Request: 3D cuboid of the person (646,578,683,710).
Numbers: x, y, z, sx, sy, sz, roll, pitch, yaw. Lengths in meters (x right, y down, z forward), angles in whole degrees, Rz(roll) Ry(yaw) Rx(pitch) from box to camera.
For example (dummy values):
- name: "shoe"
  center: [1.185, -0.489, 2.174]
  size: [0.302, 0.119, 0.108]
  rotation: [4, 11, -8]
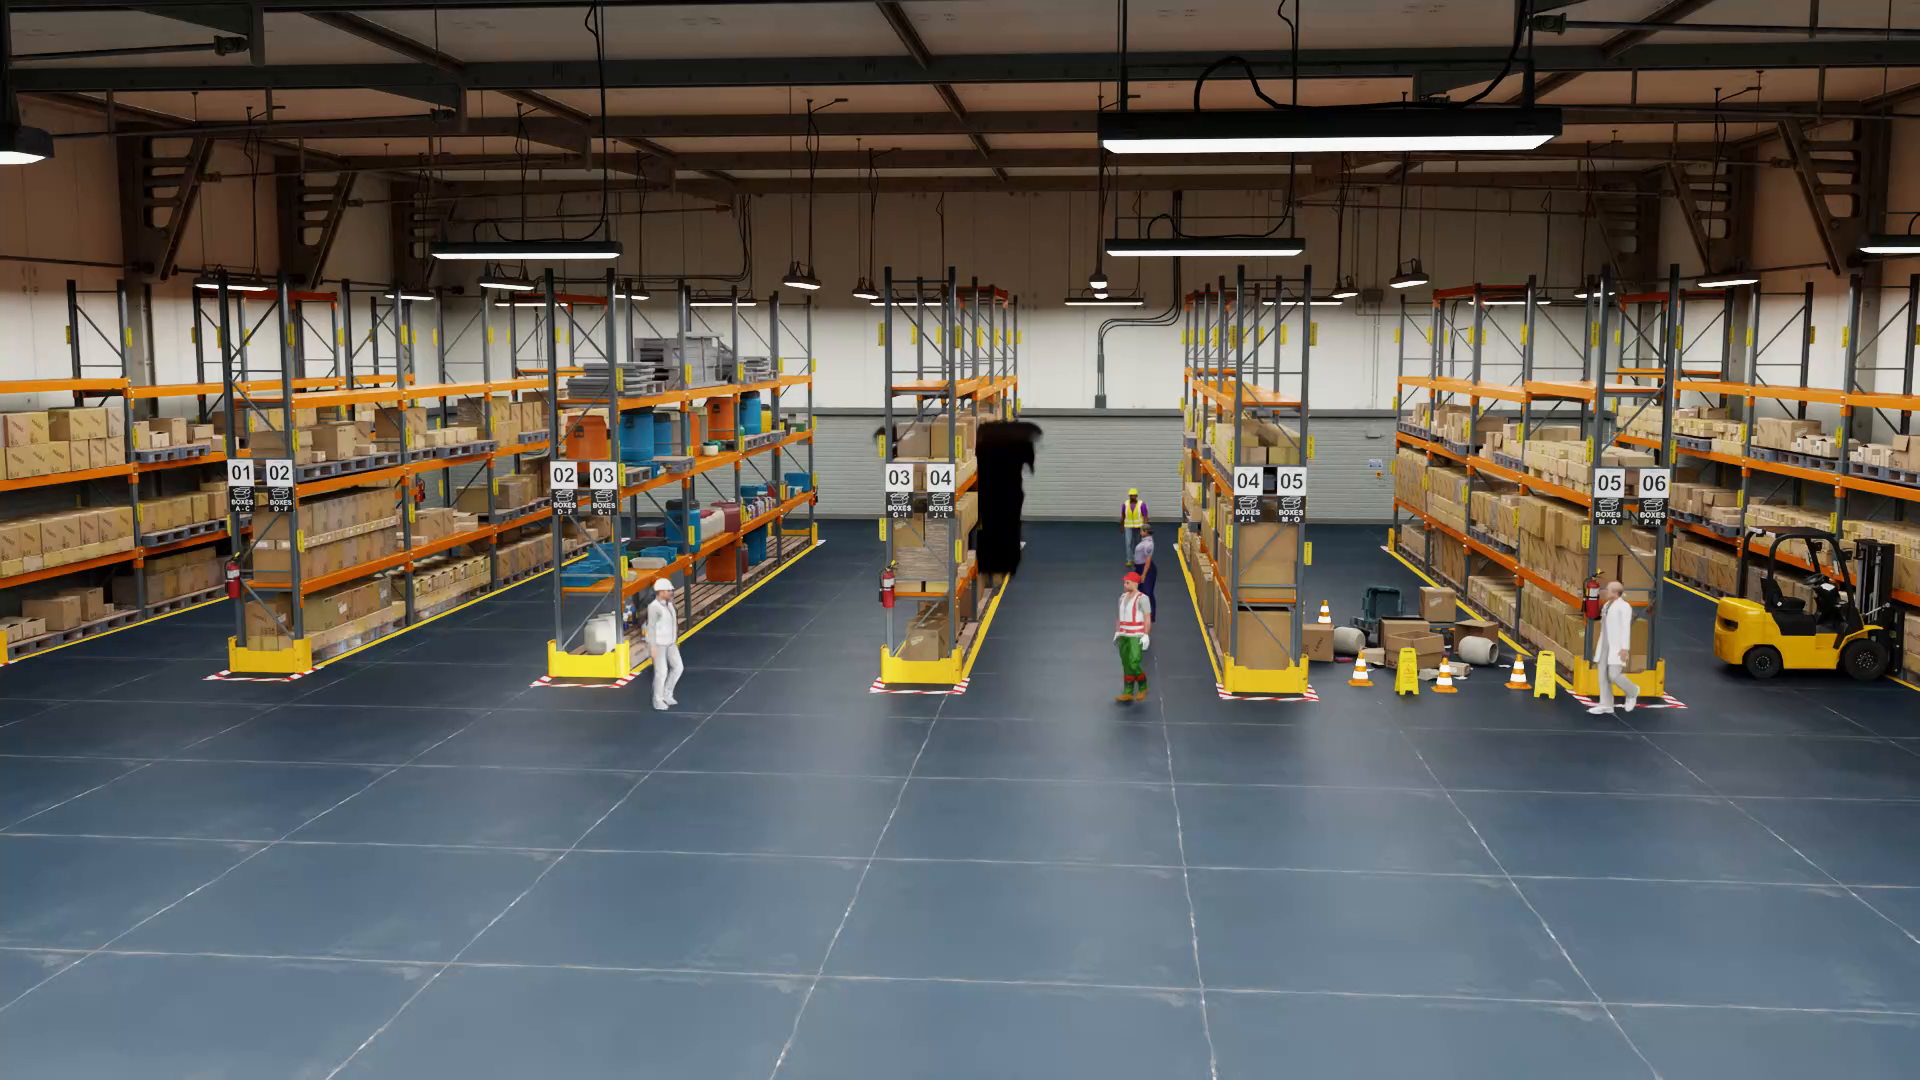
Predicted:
- name: "person"
  center: [-4.047, 1.416, 22.569]
  size: [0.411, 1.803, 0.661]
  rotation: [3, 7, 21]

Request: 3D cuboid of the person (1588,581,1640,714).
- name: "person"
  center: [8.695, 1.431, 22.046]
  size: [0.608, 1.779, 0.566]
  rotation: [-3, 8, -25]

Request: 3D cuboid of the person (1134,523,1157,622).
- name: "person"
  center: [3.035, 0.540, 27.554]
  size: [0.425, 1.648, 0.529]
  rotation: [-2, 7, -17]

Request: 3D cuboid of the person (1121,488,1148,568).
- name: "person"
  center: [3.814, -0.276, 36.397]
  size: [0.586, 1.717, 1.059]
  rotation: [0, 7, 4]

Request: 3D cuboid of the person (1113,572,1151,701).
- name: "person"
  center: [2.362, 1.333, 22.889]
  size: [0.421, 1.795, 0.609]
  rotation: [-5, 9, -38]
